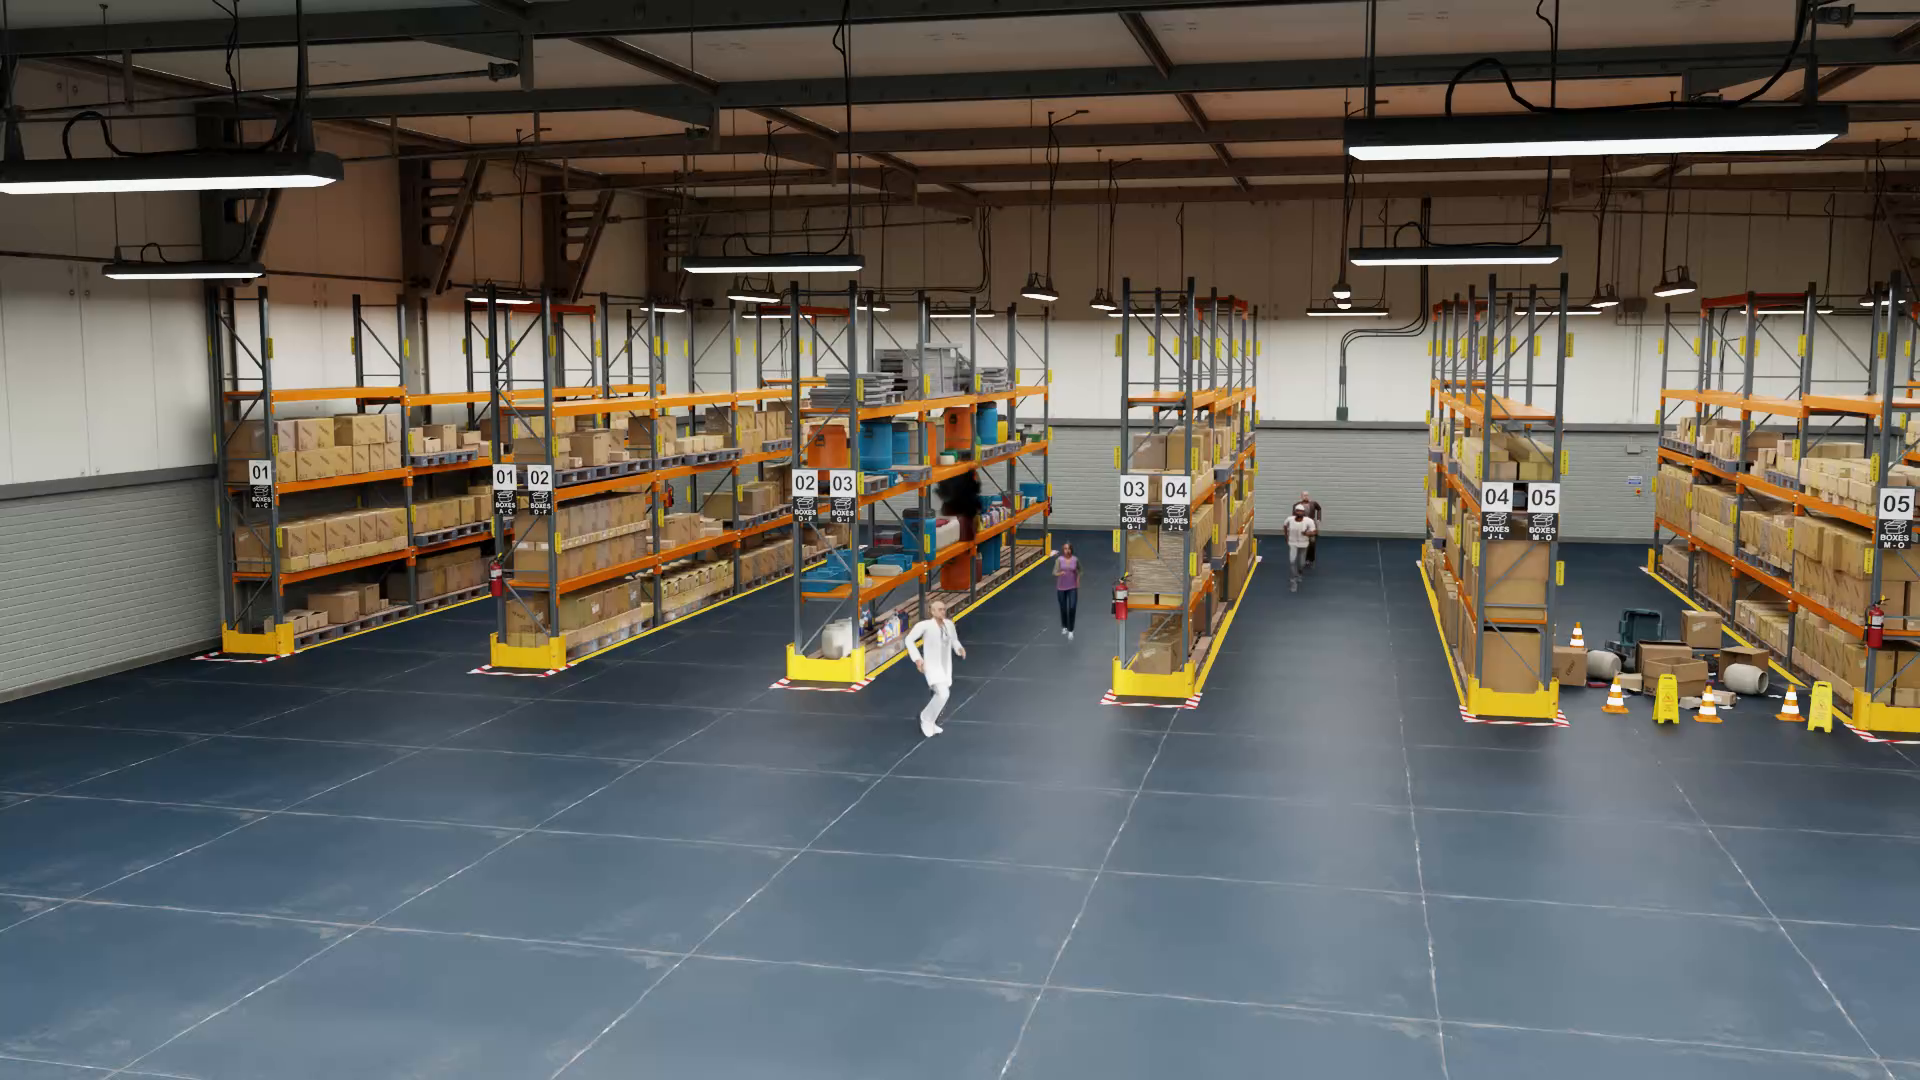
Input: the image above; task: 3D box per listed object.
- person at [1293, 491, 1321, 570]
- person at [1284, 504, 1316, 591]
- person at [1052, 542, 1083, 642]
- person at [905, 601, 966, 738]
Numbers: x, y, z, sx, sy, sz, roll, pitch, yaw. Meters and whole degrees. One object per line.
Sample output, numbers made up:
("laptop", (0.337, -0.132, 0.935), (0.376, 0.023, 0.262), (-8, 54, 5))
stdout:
("person", (7.928, -0.231, 38.028), (0.641, 1.808, 0.790), (1, 7, 11))
("person", (7.109, 0.156, 34.815), (0.664, 1.838, 0.886), (1, 7, 12))
("person", (1.785, 0.857, 27.586), (0.514, 1.634, 0.660), (1, 7, 5))
("person", (-0.264, 1.668, 21.505), (0.709, 1.767, 0.714), (-6, 9, -43))
